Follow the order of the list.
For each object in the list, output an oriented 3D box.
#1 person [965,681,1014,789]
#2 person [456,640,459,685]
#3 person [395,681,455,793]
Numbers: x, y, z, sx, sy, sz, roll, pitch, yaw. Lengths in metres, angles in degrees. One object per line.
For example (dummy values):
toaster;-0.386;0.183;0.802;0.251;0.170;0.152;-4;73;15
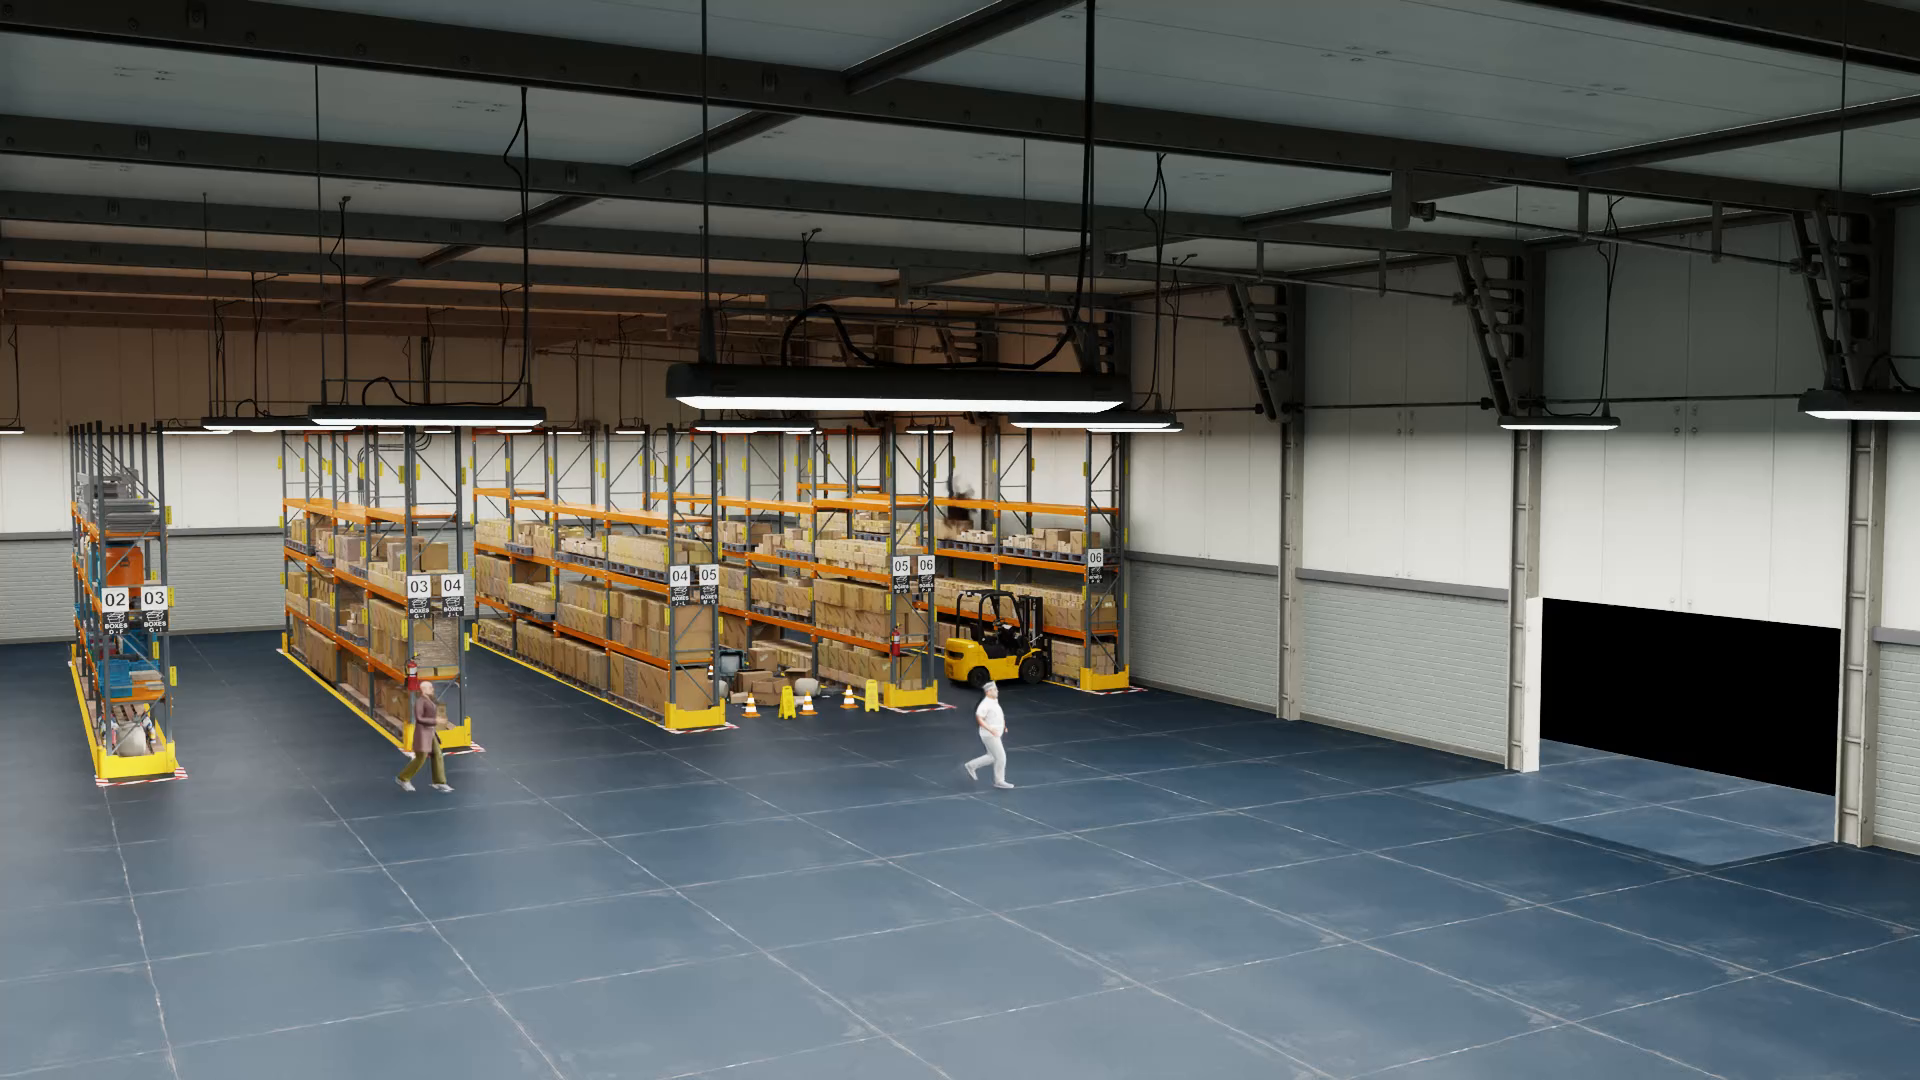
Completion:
person;0.475;3.166;27.123;0.820;1.757;0.679;1;4;10
person;-11.644;2.506;38.138;0.565;1.673;0.951;-3;4;-38
person;-8.624;3.177;26.749;0.922;1.829;0.737;0;4;1
